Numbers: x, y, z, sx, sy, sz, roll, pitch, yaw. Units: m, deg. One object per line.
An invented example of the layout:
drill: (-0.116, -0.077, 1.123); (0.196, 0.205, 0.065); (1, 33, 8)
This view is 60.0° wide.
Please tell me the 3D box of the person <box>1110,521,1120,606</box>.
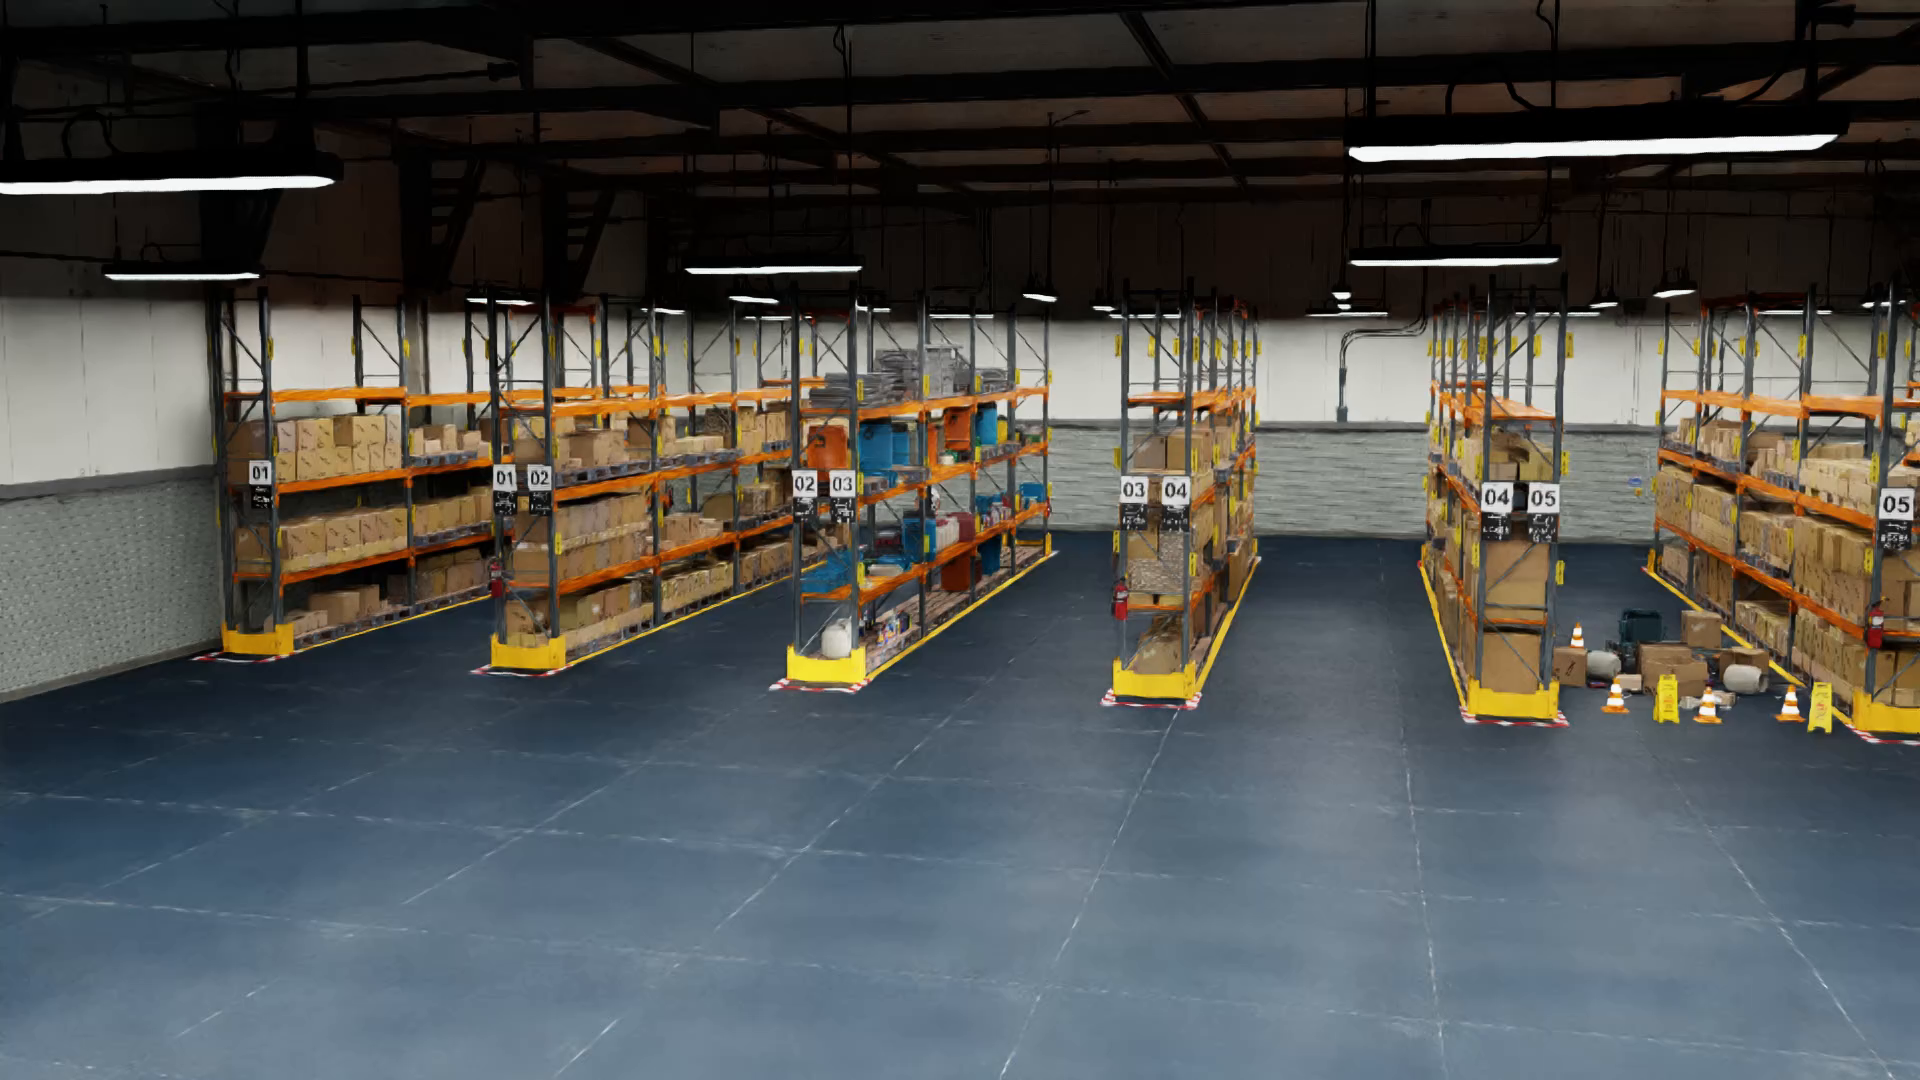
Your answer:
person: (3.092, 0.453, 32.395); (0.463, 1.662, 0.498); (6, 9, 42)

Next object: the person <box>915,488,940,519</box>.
person: (-0.833, -0.715, 42.420); (0.682, 1.715, 0.542); (1, 7, 11)
